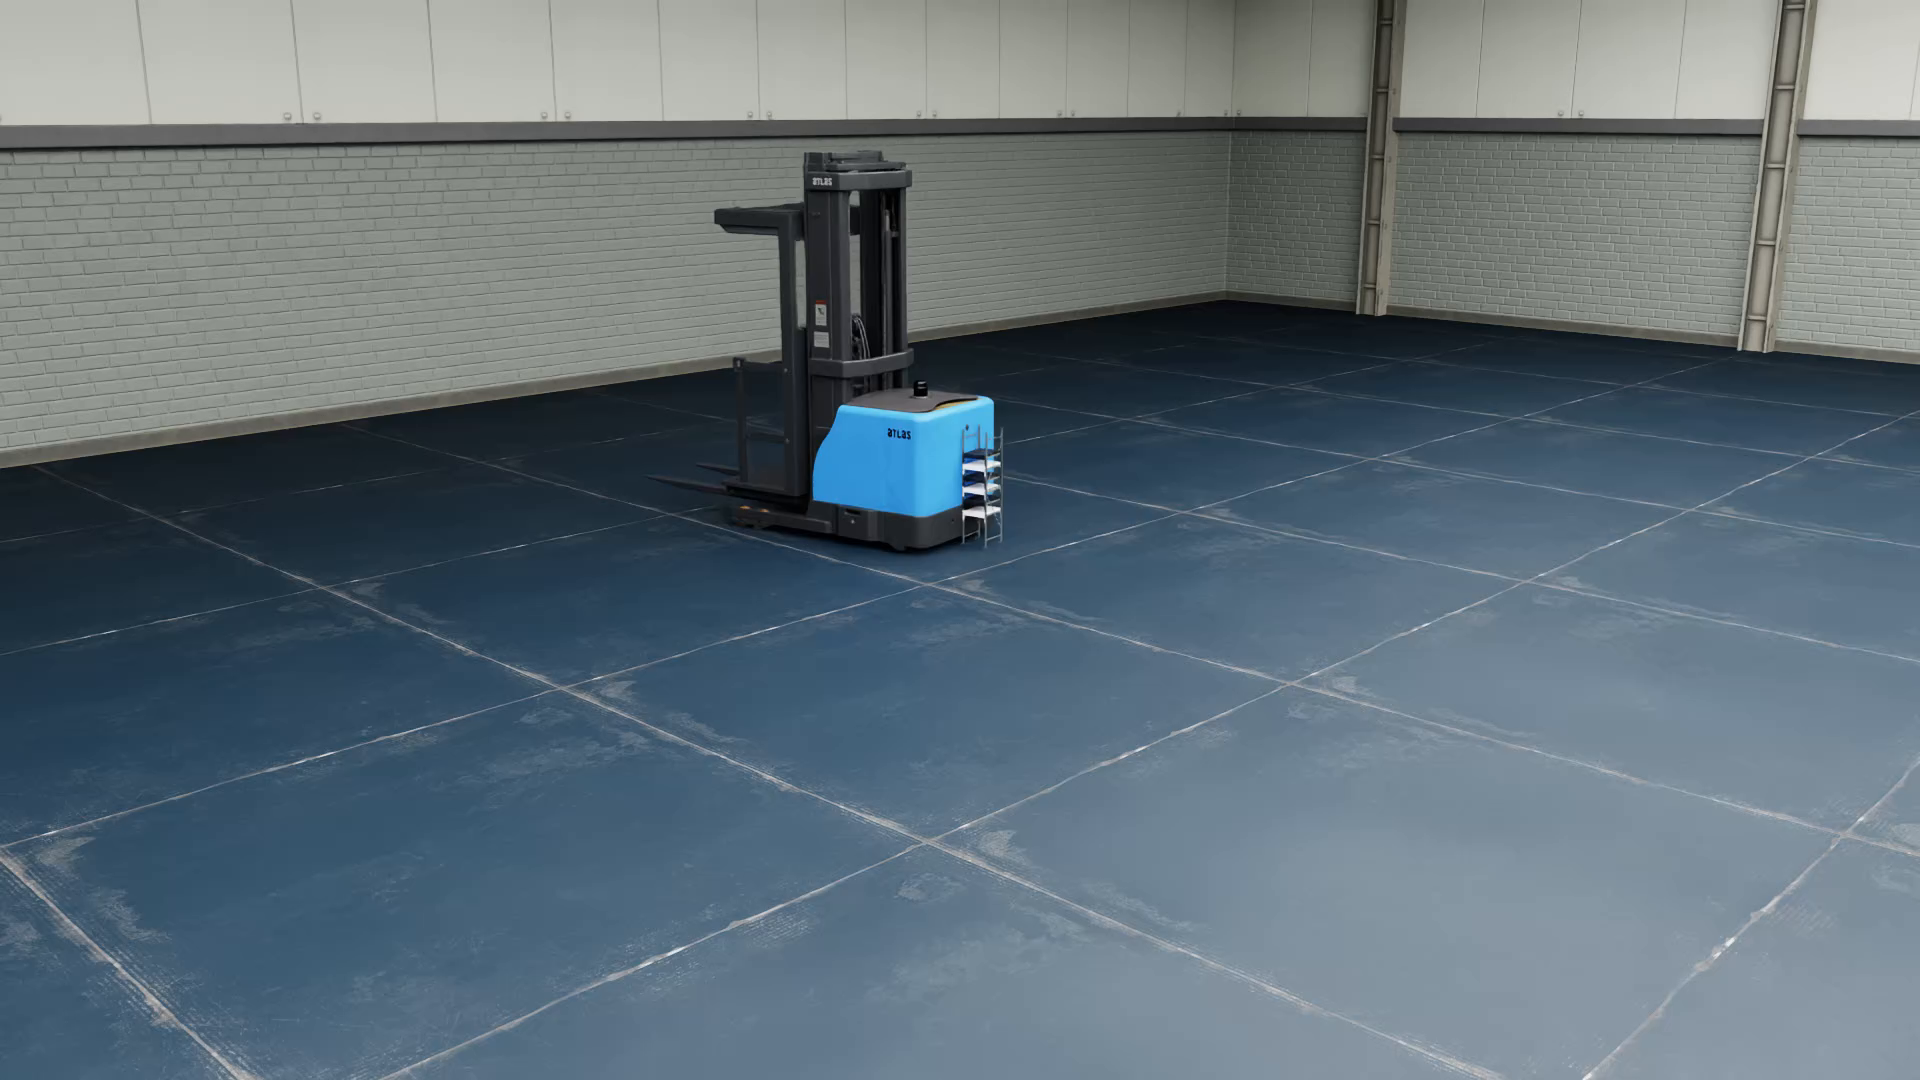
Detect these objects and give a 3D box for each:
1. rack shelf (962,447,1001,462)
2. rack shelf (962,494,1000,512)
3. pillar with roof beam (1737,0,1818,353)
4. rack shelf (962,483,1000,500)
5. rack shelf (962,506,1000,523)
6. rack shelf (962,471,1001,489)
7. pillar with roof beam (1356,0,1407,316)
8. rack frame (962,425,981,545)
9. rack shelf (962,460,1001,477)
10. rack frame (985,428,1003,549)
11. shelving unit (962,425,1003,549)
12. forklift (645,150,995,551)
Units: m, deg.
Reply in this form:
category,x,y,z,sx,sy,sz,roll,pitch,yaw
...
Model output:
category,x,y,z,sx,sy,sz,roll,pitch,yaw
rack shelf,0.173,-0.638,12.657,0.200,0.077,0.258,10,17,33
rack shelf,0.173,-0.289,12.747,0.200,0.077,0.258,10,17,33
pillar with roof beam,8.015,-6.195,18.861,0.400,9.000,9.100,14,20,42
rack shelf,0.173,-0.377,12.725,0.200,0.077,0.258,10,17,33
rack shelf,0.173,-0.202,12.770,0.200,0.077,0.258,10,17,33
rack shelf,0.173,-0.464,12.702,0.200,0.077,0.258,10,17,33
pillar with roof beam,3.695,-7.245,22.891,0.400,9.000,9.100,14,20,42
rack frame,0.088,-0.423,12.771,0.006,0.900,0.240,10,17,33
rack shelf,0.173,-0.551,12.679,0.200,0.077,0.258,10,17,33
rack frame,0.257,-0.395,12.662,0.006,0.900,0.240,10,17,33
shelving unit,0.173,-0.409,12.716,0.210,0.900,0.258,10,17,33
forklift,-1.232,-1.598,13.254,3.031,2.935,1.130,10,17,33
